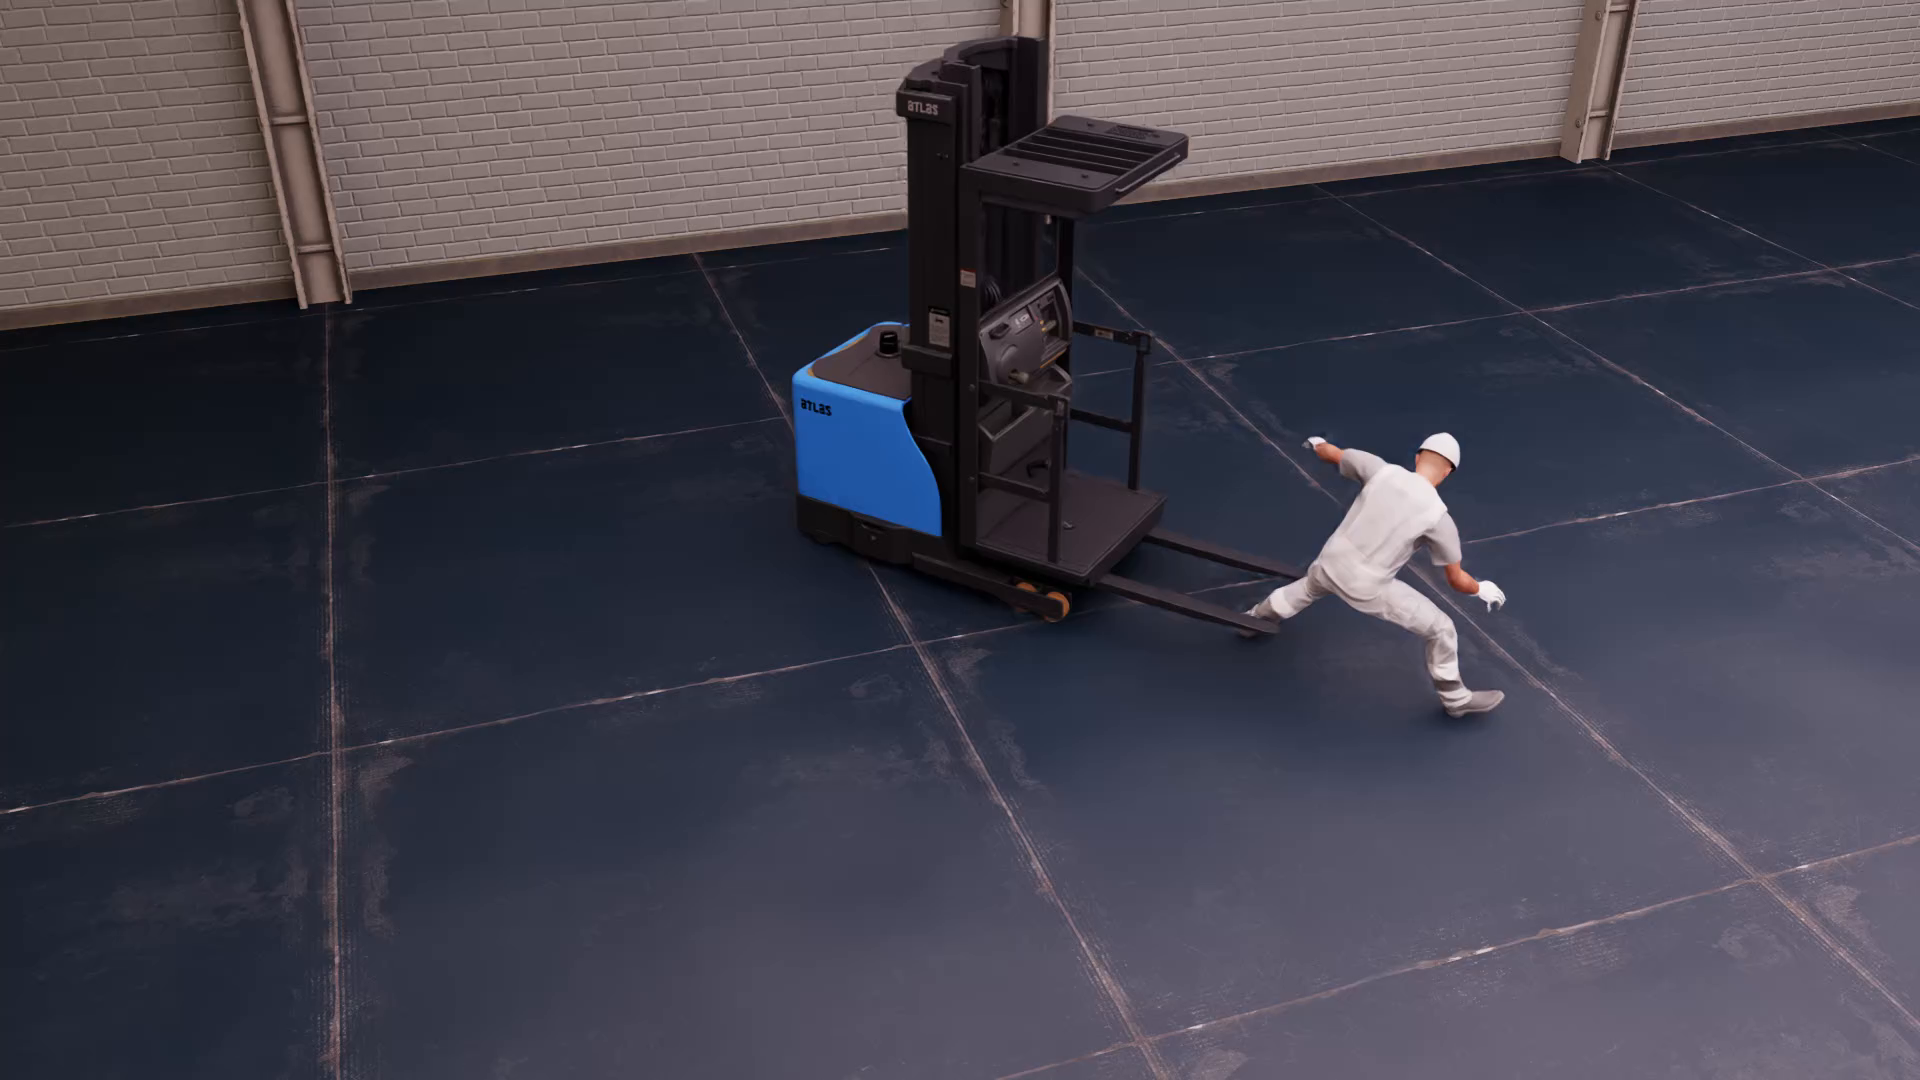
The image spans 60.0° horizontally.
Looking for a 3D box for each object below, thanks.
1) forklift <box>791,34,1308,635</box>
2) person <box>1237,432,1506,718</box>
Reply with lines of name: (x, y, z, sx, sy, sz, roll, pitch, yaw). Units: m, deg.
forklift: (0.541, -1.118, 9.030, 3.031, 2.935, 1.130, 17, 34, 27)
person: (2.124, 0.092, 8.428, 0.769, 1.469, 1.311, -16, 33, -25)
